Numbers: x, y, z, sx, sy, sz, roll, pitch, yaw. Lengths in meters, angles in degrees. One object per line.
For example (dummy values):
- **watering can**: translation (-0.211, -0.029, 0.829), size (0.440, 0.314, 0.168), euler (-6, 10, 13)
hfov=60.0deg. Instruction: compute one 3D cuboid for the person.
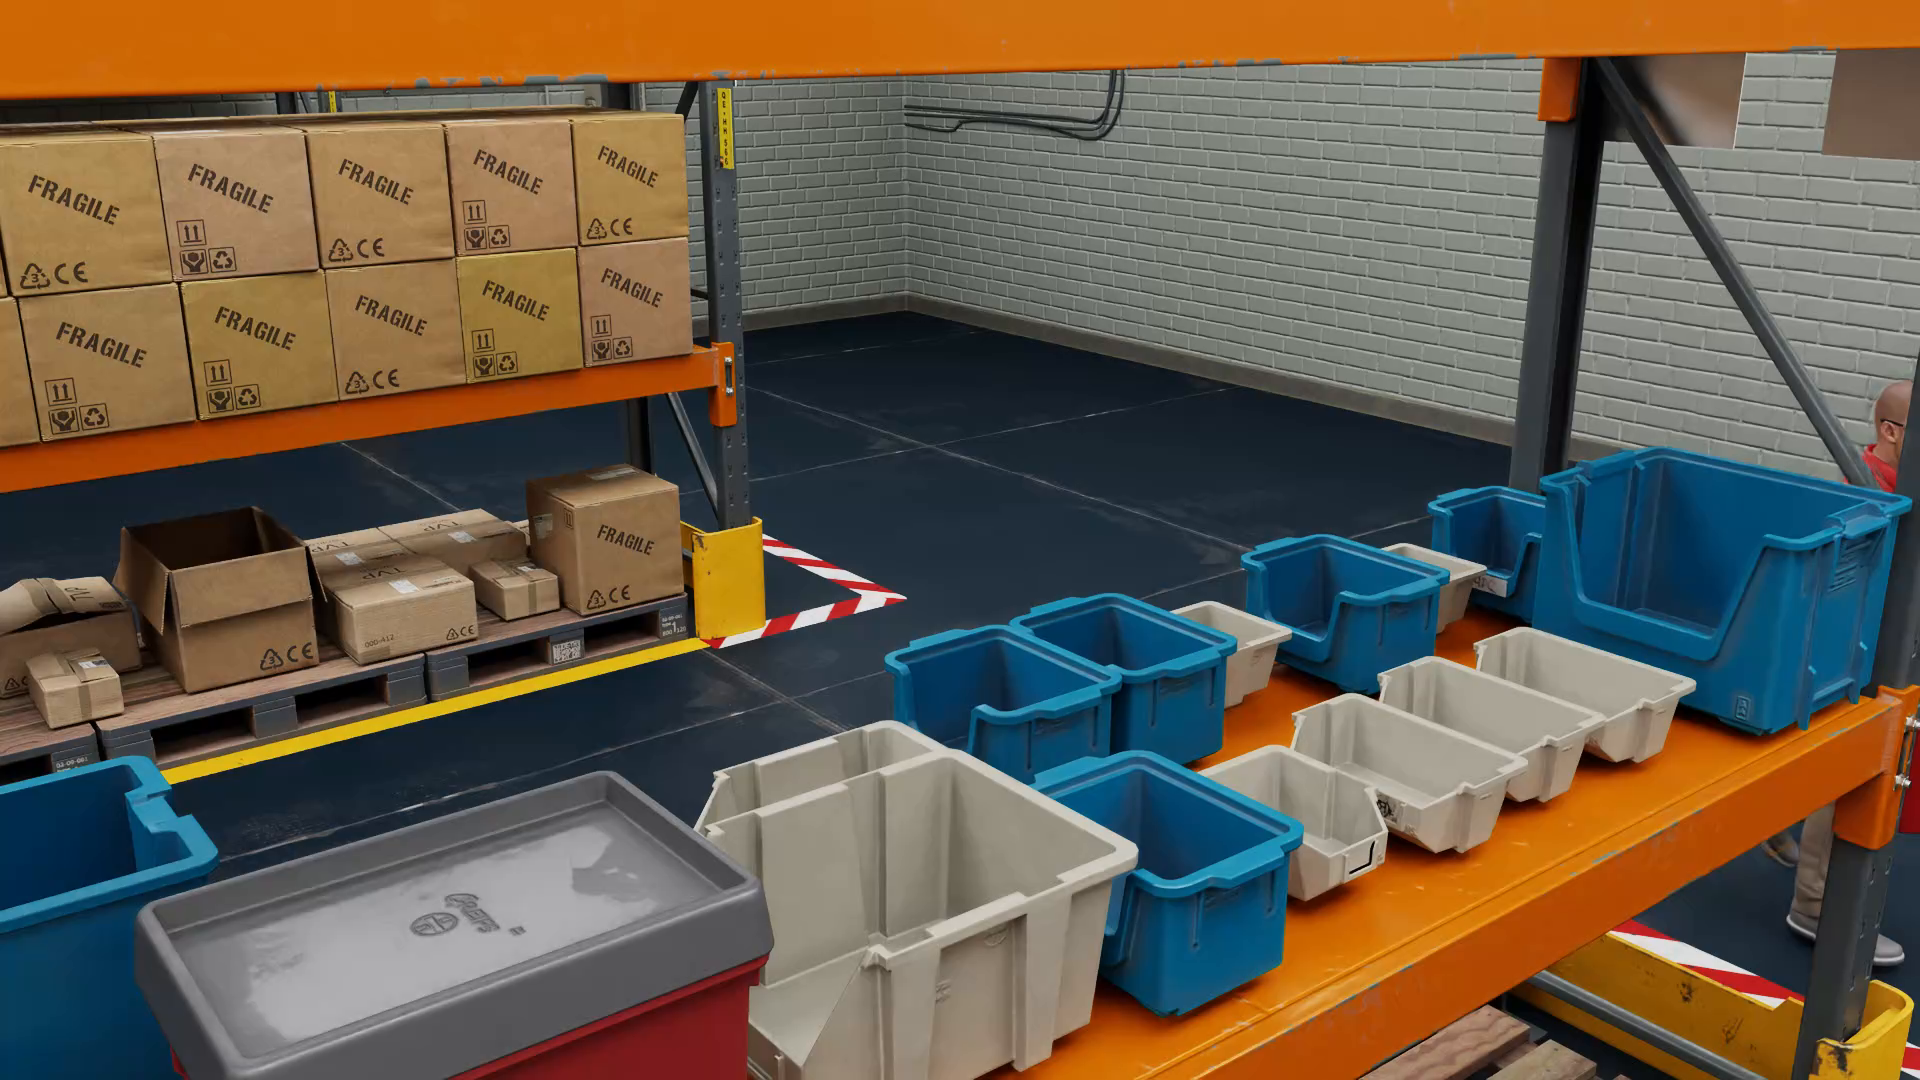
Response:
- **person**: translation (2.577, 0.364, 4.842), size (0.586, 1.720, 0.595), euler (-15, 23, -38)
